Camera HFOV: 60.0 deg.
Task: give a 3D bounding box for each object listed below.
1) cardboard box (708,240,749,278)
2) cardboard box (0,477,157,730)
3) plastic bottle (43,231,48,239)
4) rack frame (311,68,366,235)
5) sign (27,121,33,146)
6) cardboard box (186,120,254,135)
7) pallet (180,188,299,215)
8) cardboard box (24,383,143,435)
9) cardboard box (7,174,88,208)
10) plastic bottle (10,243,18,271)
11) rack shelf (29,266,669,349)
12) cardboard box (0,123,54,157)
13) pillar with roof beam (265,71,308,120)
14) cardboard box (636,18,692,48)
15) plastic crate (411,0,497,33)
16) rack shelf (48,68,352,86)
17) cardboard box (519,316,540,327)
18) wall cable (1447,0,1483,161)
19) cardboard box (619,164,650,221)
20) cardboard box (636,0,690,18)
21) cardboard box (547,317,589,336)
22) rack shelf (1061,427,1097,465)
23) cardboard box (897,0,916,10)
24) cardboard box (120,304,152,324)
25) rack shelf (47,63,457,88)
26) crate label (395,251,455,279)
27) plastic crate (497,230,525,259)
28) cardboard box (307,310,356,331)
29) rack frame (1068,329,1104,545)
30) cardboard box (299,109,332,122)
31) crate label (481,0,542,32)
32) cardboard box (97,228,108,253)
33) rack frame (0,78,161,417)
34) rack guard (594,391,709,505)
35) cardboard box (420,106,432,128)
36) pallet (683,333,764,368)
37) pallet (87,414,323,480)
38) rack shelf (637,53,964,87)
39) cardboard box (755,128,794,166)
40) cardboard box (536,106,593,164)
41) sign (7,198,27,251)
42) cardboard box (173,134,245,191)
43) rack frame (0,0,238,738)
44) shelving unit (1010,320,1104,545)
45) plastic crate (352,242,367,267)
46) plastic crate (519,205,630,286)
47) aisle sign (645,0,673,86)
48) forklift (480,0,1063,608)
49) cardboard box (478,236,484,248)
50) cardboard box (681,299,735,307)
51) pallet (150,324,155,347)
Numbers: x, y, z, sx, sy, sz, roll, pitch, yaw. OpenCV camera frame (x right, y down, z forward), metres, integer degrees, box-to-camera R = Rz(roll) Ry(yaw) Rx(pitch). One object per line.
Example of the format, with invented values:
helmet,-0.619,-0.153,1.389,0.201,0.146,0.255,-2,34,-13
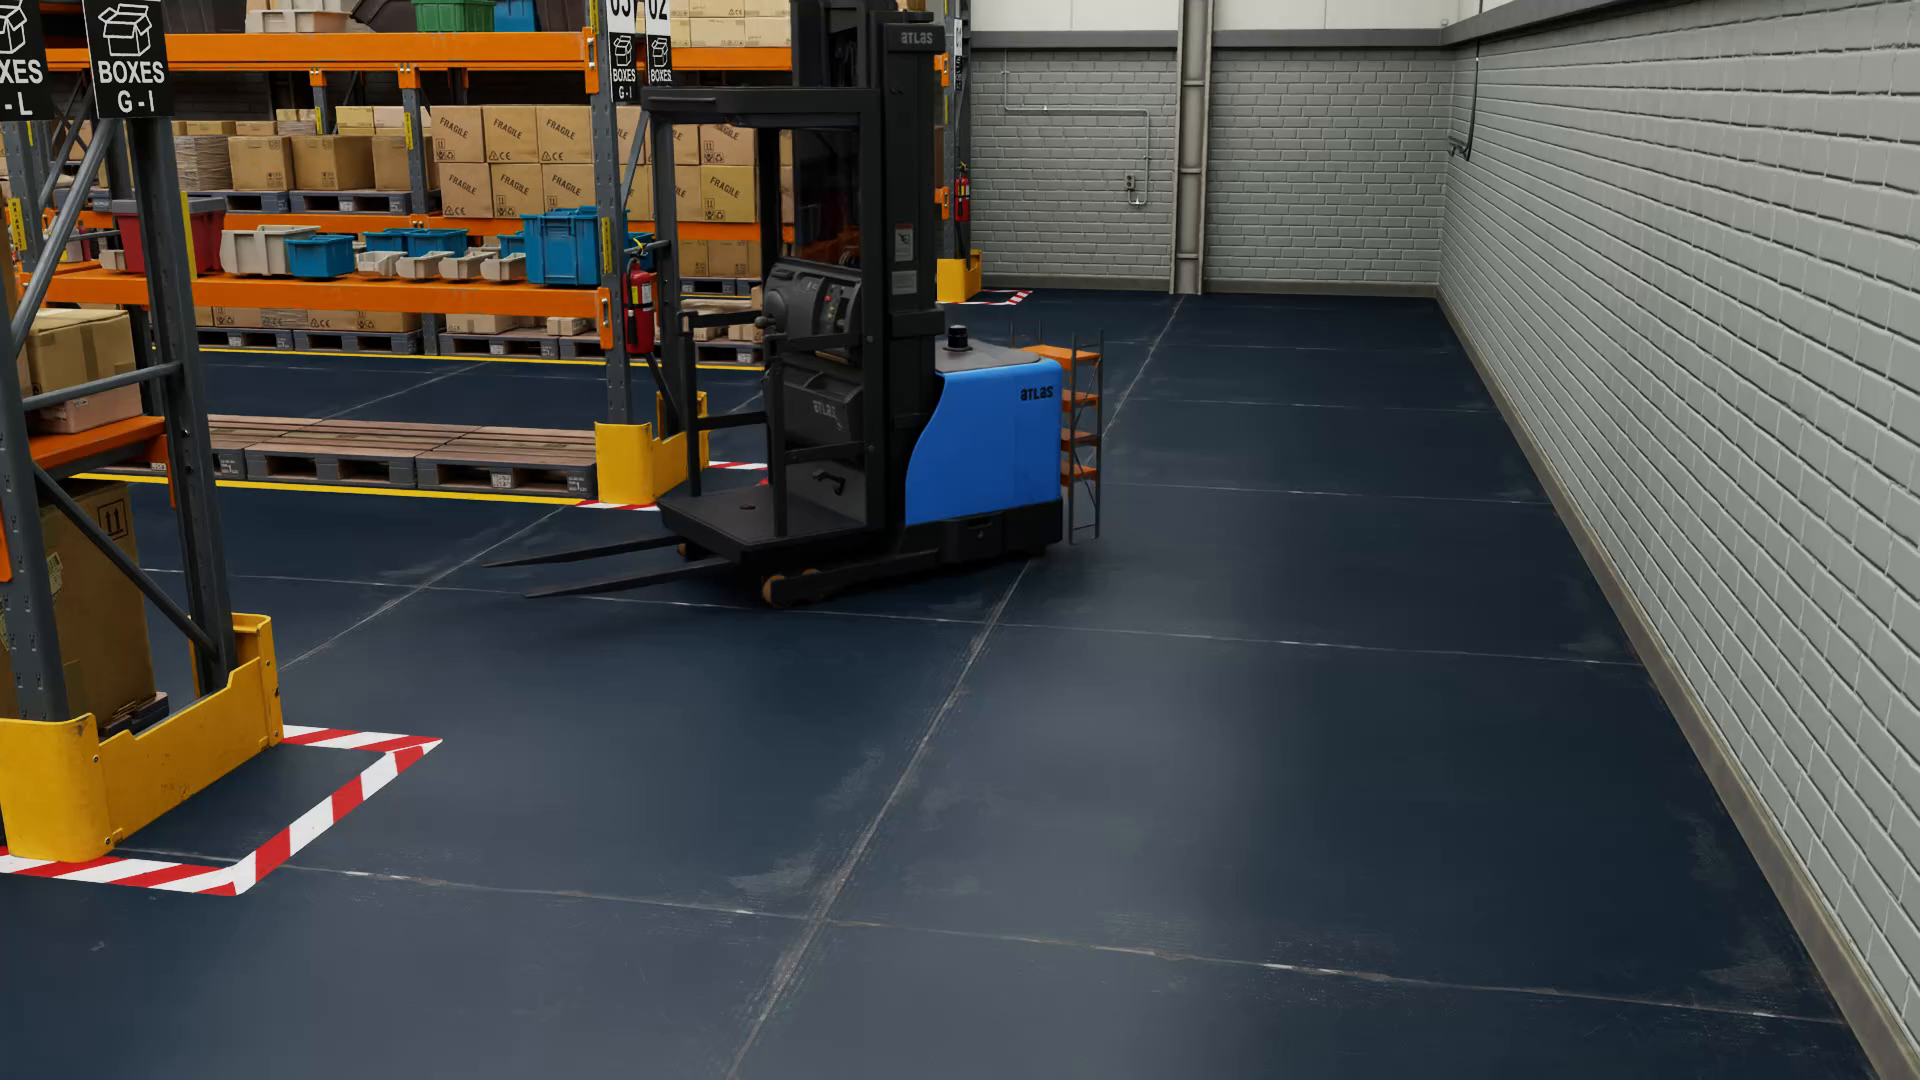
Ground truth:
cardboard box,-2.746,-3.525,20.495,0.500,0.500,0.700,3,16,11
cardboard box,-3.634,0.287,6.031,0.875,0.875,0.875,3,16,11
plastic bottle,-6.446,-2.074,11.732,0.097,0.201,0.097,0,15,0
rack frame,-7.870,-4.834,21.326,0.127,3.000,1.000,3,16,11
sign,-8.960,-3.951,15.968,0.005,0.325,0.100,3,16,11
cardboard box,-9.558,-5.178,21.553,0.500,0.500,0.700,3,16,11
pallet,-6.946,-3.344,16.303,1.213,0.211,1.003,3,16,11
cardboard box,-3.273,-0.506,6.169,0.250,0.149,0.380,3,16,12
cardboard box,-9.201,-3.526,16.770,0.500,0.311,0.500,4,16,15
plastic bottle,-6.368,-1.904,11.120,0.097,0.201,0.097,0,15,0
rack shelf,-3.964,-1.577,10.914,4.000,0.370,1.077,3,16,11
cardboard box,-12.314,-5.290,21.810,0.500,0.500,0.500,3,16,11
pillar with roof beam,-9.829,-6.895,17.526,0.400,9.000,9.100,3,16,11
cardboard box,-2.550,-4.497,14.770,0.500,0.250,0.500,3,16,11
plastic crate,-3.028,-3.138,9.981,0.336,0.188,0.450,3,16,11
rack shelf,-9.830,-6.040,21.406,4.000,0.370,1.077,3,16,11
cardboard box,-4.318,-2.377,16.312,0.500,0.500,0.500,3,16,11
wall cable,5.441,-5.409,17.979,0.112,2.526,3.097,3,16,11
cardboard box,-2.997,-3.195,15.220,0.500,0.500,0.500,3,16,10
cardboard box,-2.547,-4.742,14.717,0.500,0.250,0.500,3,16,11
cardboard box,-3.715,-2.050,15.757,0.250,0.166,0.380,3,16,11
rack shelf,0.543,-0.556,9.505,0.258,0.148,0.480,-13,20,-40
cardboard box,-0.802,-6.362,19.122,0.500,0.500,0.500,3,16,11
cardboard box,-7.950,-2.420,16.469,0.500,0.500,0.500,3,16,9
rack shelf,-6.893,-4.531,15.958,4.000,0.370,1.077,3,16,11
crate label,-3.398,-1.743,10.546,0.243,0.136,0.396,3,16,11
plastic crate,-2.826,-1.900,10.933,0.300,0.233,0.416,3,16,11
cardboard box,-5.957,-2.313,16.081,0.500,0.500,0.500,3,16,11
rack frame,0.706,-0.573,9.312,0.240,1.200,0.015,-13,20,-40
cardboard box,-8.214,-5.418,21.205,0.250,0.149,0.380,1,16,4
crate label,-2.844,-3.325,10.535,0.502,0.251,0.408,3,16,11
cardboard box,-11.065,-4.020,22.243,0.500,0.500,0.700,4,16,13
rack frame,-5.924,-2.030,11.202,0.127,3.000,1.000,3,16,11
rack guard,-1.978,-0.615,10.775,0.348,0.500,1.175,3,16,11
cardboard box,-6.459,-5.251,20.645,0.500,0.250,0.500,3,16,11
pallet,-1.869,-1.815,15.650,1.213,0.211,1.003,3,16,11
pallet,-5.196,-0.657,11.469,1.213,0.211,1.003,3,16,11
rack shelf,-1.990,-5.614,19.869,4.000,0.370,1.077,3,16,11
cardboard box,-1.505,-3.595,14.790,0.500,0.500,0.500,3,16,11
cardboard box,-3.518,-3.702,15.178,0.500,0.500,0.500,3,16,9
sign,-6.036,-2.020,10.646,0.005,0.325,0.100,3,16,11
cardboard box,-7.355,-3.686,16.207,0.500,0.500,0.700,6,17,22
rack frame,-2.991,-0.522,5.756,0.127,3.000,1.000,3,16,11
shelving unit,0.543,-0.621,9.487,0.258,1.200,0.503,-13,20,-40
plastic crate,-4.158,-1.918,11.178,0.466,0.136,0.293,3,16,11
plastic crate,-2.370,-1.832,10.309,0.499,0.435,0.616,3,16,11
aisle sign,-1.875,-3.144,10.353,0.004,0.787,0.394,3,16,11
forklift,-0.939,-1.232,8.451,3.031,2.935,1.130,-10,18,-32
cardboard box,-6.318,-3.879,21.117,0.750,0.750,0.750,3,16,11
cardboard box,-2.470,-2.156,15.983,0.500,0.250,0.500,3,16,11
pallet,-8.129,-2.145,16.840,1.213,0.211,1.003,3,16,11
